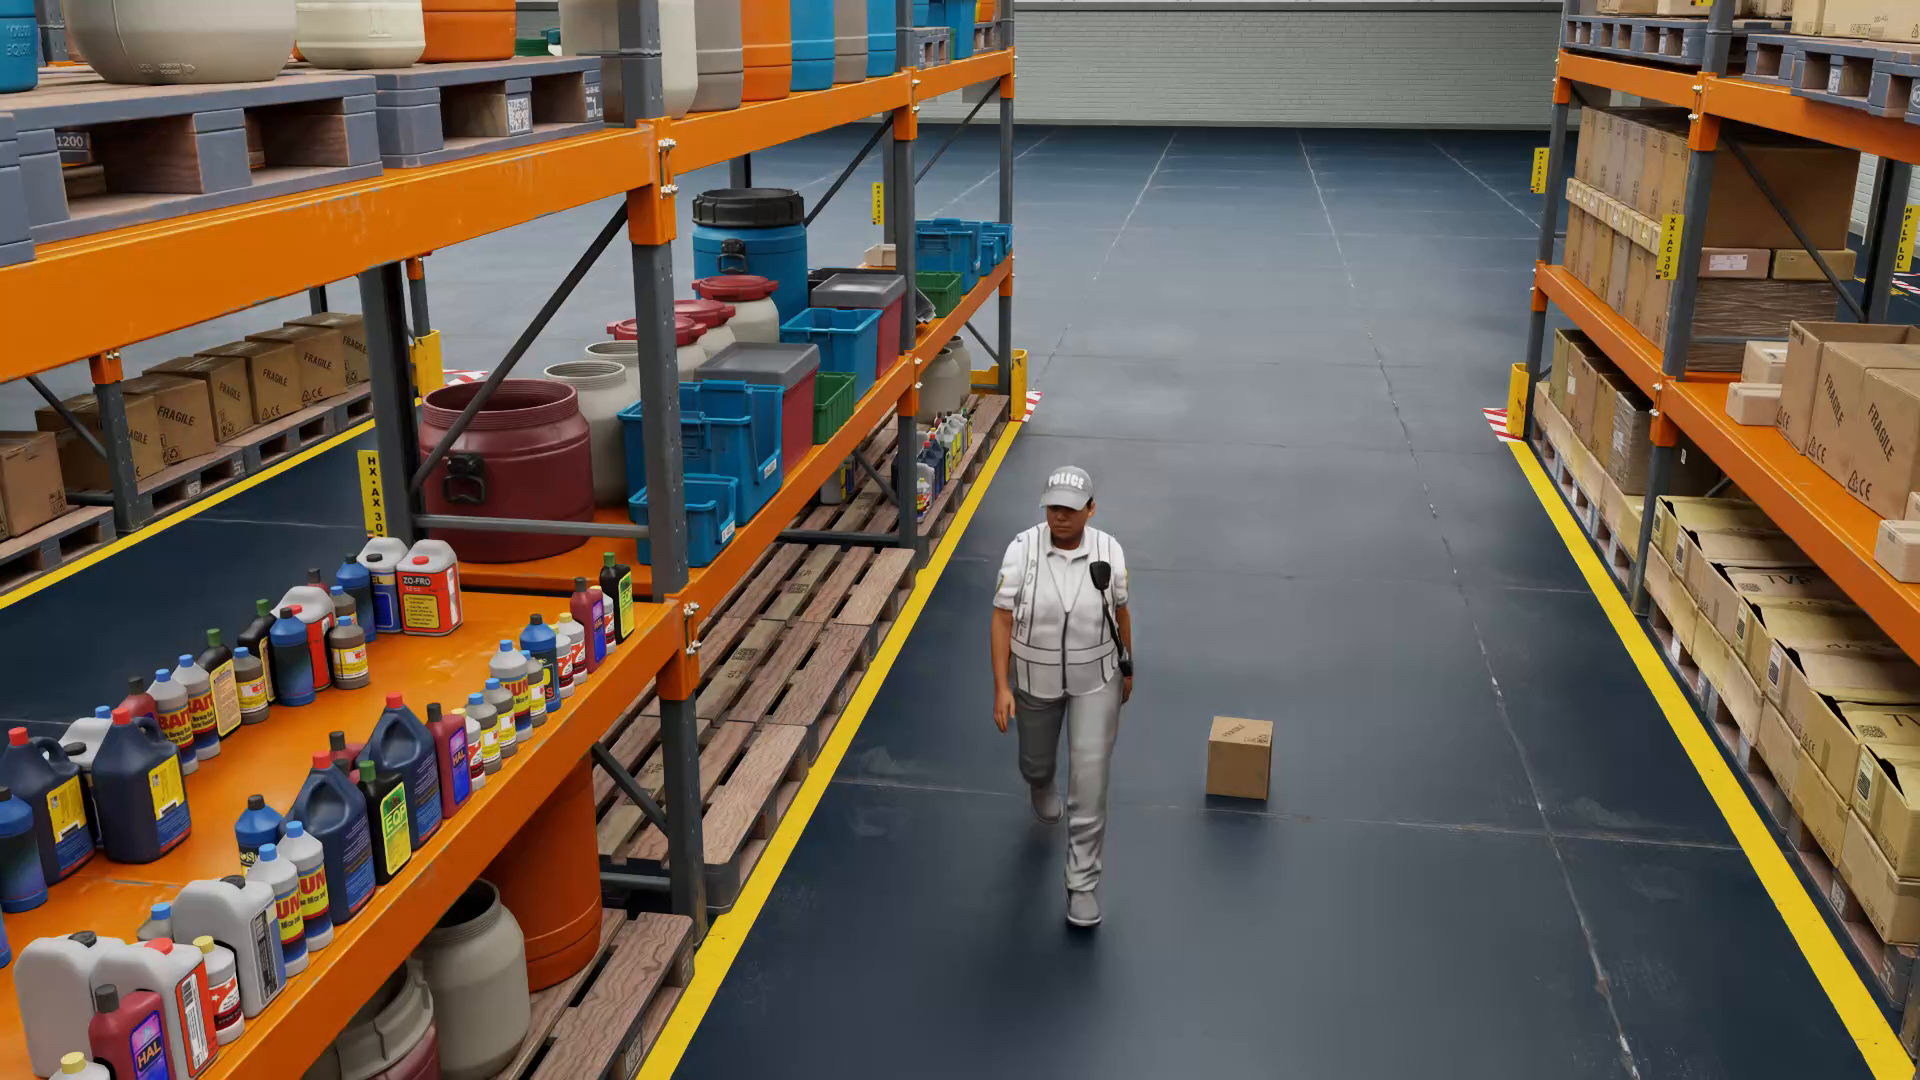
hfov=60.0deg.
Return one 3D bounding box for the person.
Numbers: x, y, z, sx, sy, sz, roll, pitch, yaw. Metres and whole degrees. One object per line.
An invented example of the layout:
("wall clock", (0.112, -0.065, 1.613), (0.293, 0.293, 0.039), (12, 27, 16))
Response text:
("person", (0.377, 0.483, 6.106), (0.516, 1.603, 1.015), (2, 18, 6))
